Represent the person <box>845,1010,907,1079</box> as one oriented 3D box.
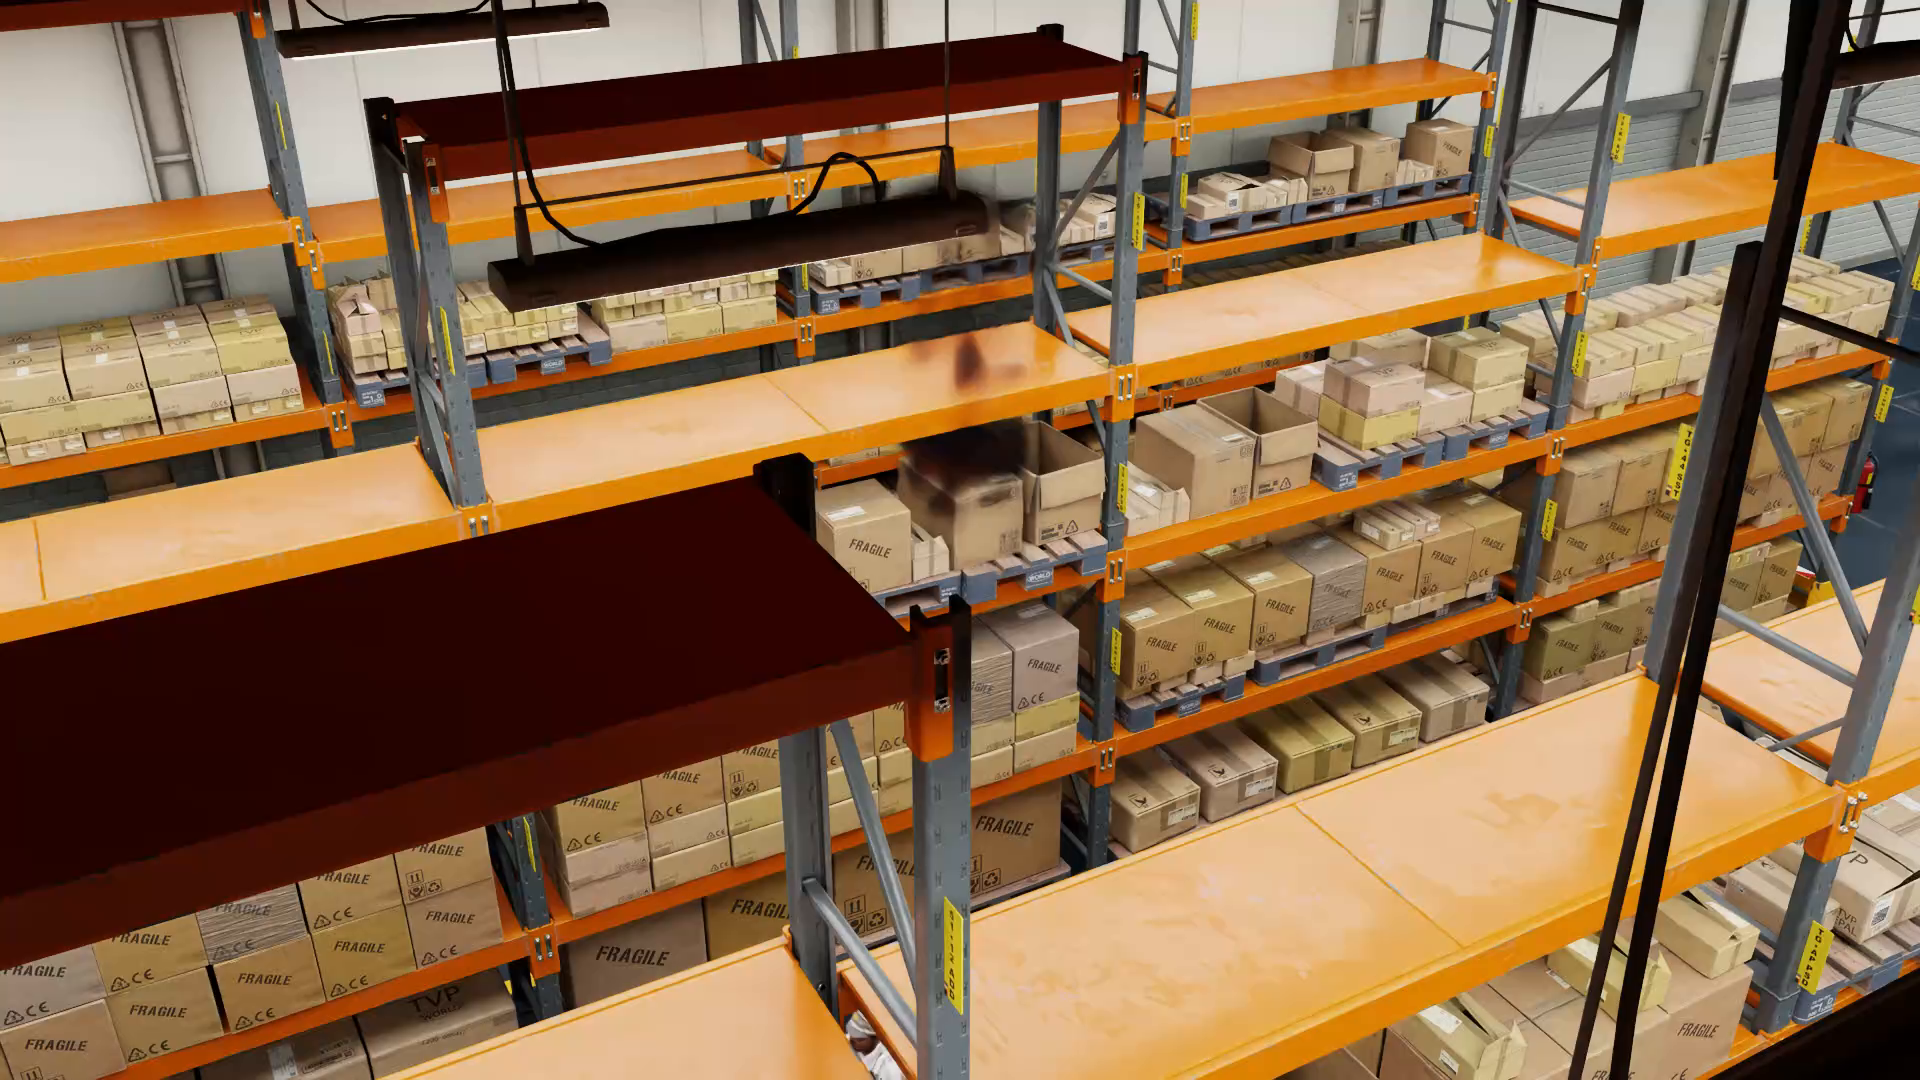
[{"bbox_3d":[-0.468,3.215,9.112,0.794,1.746,0.569,-18,33,-31],"label":"person"}]
